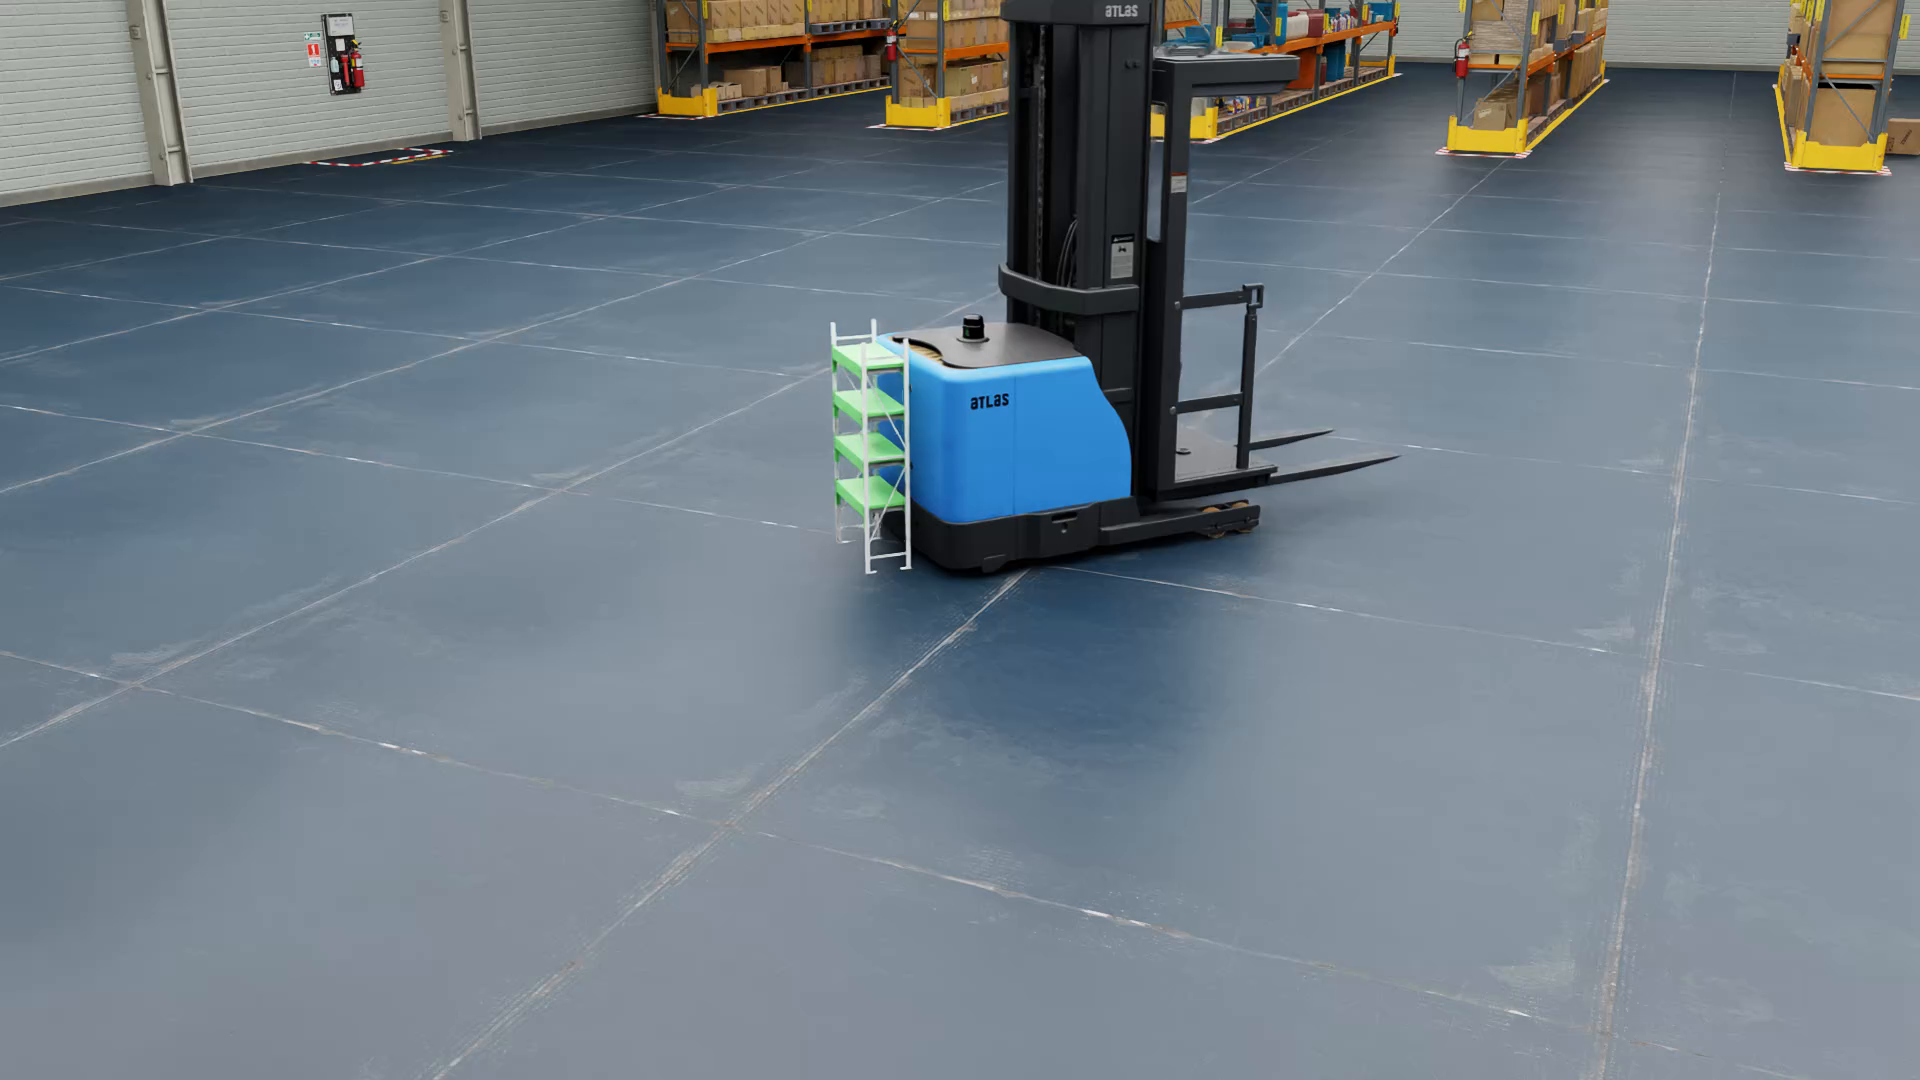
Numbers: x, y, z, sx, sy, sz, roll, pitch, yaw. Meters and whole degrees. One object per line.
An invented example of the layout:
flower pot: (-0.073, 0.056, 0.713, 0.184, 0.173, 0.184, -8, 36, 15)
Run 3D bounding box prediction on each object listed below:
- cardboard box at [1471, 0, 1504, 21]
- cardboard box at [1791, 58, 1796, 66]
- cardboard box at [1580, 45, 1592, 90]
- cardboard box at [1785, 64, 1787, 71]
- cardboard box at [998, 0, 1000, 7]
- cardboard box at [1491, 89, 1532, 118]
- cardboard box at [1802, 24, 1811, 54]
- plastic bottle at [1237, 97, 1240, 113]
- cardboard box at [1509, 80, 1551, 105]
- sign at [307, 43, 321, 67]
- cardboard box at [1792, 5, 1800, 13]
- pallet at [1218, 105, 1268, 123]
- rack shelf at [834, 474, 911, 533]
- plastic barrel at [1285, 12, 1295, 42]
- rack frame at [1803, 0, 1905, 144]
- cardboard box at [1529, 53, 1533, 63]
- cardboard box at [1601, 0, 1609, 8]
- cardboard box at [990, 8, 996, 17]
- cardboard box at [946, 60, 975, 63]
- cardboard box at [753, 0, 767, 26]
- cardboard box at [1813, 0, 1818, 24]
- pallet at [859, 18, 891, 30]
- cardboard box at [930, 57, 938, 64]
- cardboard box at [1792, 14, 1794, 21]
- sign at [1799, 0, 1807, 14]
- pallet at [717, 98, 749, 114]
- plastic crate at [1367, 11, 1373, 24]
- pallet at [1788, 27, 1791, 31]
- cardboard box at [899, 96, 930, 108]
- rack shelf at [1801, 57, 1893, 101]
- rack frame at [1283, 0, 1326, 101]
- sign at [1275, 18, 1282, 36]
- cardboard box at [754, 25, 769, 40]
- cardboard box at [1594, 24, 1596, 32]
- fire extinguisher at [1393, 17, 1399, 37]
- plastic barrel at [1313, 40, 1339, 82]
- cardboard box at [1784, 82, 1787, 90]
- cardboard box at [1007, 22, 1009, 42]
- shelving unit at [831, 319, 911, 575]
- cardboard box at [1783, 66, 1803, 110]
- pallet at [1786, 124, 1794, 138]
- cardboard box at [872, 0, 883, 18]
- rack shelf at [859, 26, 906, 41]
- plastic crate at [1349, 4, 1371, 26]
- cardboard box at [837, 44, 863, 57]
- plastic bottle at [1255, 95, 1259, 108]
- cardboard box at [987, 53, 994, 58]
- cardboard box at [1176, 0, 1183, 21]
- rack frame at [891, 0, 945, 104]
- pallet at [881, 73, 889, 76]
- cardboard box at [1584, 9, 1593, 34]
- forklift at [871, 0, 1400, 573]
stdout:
cardboard box: (8.286, -8.419, 26.081, 0.500, 0.500, 0.500, 9, 21, 23)
cardboard box: (16.711, -9.381, 32.856, 0.500, 0.250, 0.500, 9, 22, 25)
cardboard box: (12.591, -9.952, 35.021, 1.225, 0.875, 0.875, 8, 21, 21)
cardboard box: (18.059, -10.204, 35.925, 0.380, 0.149, 0.250, 8, 21, 21)
cardboard box: (0.506, -10.509, 31.958, 0.700, 0.500, 0.500, 8, 21, 23)
cardboard box: (9.496, -7.509, 28.710, 0.500, 0.500, 0.500, 17, 26, 40)
cardboard box: (14.584, -8.468, 28.154, 0.500, 0.500, 0.500, 8, 21, 22)
plastic bottle: (4.975, -7.807, 29.860, 0.097, 0.271, 0.097, 0, 20, 0)
cardboard box: (10.408, -8.139, 30.453, 0.700, 0.500, 0.500, 8, 21, 22)
sign: (-9.598, -7.208, 24.708, 0.001, 0.329, 0.234, 9, 21, 23)
cardboard box: (16.574, -10.423, 32.661, 0.380, 0.149, 0.250, 9, 22, 25)
pallet: (5.092, -7.948, 31.002, 1.003, 0.211, 1.213, 9, 21, 23)
rack shelf: (-0.458, -0.196, 8.637, 0.258, 0.148, 0.480, -8, 21, -20)
plastic barrel: (6.298, -10.012, 32.442, 0.433, 0.535, 0.433, 0, 20, 0)
rack frame: (12.770, -6.848, 23.747, 1.000, 3.000, 0.127, 9, 21, 23)
cardboard box: (8.856, -7.643, 26.359, 0.380, 0.149, 0.250, 9, 21, 23)
cardboard box: (14.878, -12.688, 38.830, 0.500, 0.500, 0.500, 9, 21, 23)
cardboard box: (0.451, -9.994, 31.478, 0.380, 0.149, 0.250, 9, 22, 24)
cardboard box: (0.003, -8.993, 32.138, 0.500, 0.500, 0.500, 9, 21, 23)
cardboard box: (-4.172, -10.461, 32.982, 0.500, 0.500, 0.500, 9, 22, 24)
cardboard box: (14.225, -8.542, 26.675, 0.875, 0.550, 0.550, 9, 21, 23)
pallet: (-2.190, -11.721, 37.736, 1.213, 0.211, 1.003, 9, 21, 23)
cardboard box: (-0.866, -11.963, 40.711, 0.750, 0.750, 0.750, 9, 22, 24)
cardboard box: (16.253, -10.041, 32.031, 0.380, 0.149, 0.250, 8, 21, 22)
sign: (15.547, -9.873, 30.644, 0.100, 0.325, 0.005, 9, 21, 23)
pallet: (-4.875, -8.551, 32.698, 1.003, 0.211, 1.213, 9, 21, 23)
plastic crate: (9.475, -12.321, 39.224, 0.437, 0.282, 0.530, 9, 21, 23)
pallet: (17.238, -10.212, 33.493, 1.003, 0.211, 1.213, 9, 21, 23)
cardboard box: (-0.800, -8.026, 30.538, 0.500, 0.250, 0.500, 9, 21, 23)
rack shelf: (13.589, -7.120, 25.586, 1.077, 0.370, 4.000, 9, 21, 23)
rack frame: (7.043, -10.684, 34.535, 1.000, 3.000, 0.127, 9, 21, 23)
sign: (5.903, -9.513, 30.828, 0.100, 0.325, 0.005, 9, 21, 23)
cardboard box: (-4.159, -10.112, 33.120, 0.500, 0.250, 0.500, 9, 21, 23)
cardboard box: (13.732, -11.234, 36.456, 0.380, 0.149, 0.250, 8, 21, 21)
fire extinguisher: (10.796, -12.901, 41.441, 0.296, 0.674, 0.183, 9, 21, 23)
plastic barrel: (8.153, -10.736, 37.185, 0.600, 0.901, 0.708, 9, 21, 23)
cardboard box: (17.533, -9.537, 34.937, 0.380, 0.149, 0.250, 9, 21, 23)
cardboard box: (0.712, -10.053, 32.610, 0.700, 0.500, 0.500, 8, 21, 21)
shelving unit: (-0.458, -0.483, 8.535, 0.258, 1.200, 0.503, -8, 21, -20)
cardboard box: (15.714, -8.257, 30.441, 1.050, 0.750, 0.750, 8, 21, 22)
pallet: (14.655, -7.003, 28.344, 1.003, 0.211, 1.213, 9, 21, 23)
cardboard box: (-2.178, -12.153, 37.859, 0.700, 0.500, 0.500, 6, 20, 16)
rack shelf: (-1.176, -12.316, 40.197, 1.077, 0.370, 4.000, 9, 21, 23)
plastic crate: (9.276, -12.204, 38.623, 0.402, 0.464, 0.583, 9, 21, 23)
cardboard box: (-2.533, -11.034, 37.472, 0.500, 0.250, 0.500, 9, 21, 24)
plastic bottle: (5.509, -8.197, 30.937, 0.061, 0.283, 0.133, 10, 22, 25)
cardboard box: (0.464, -12.811, 43.618, 0.700, 0.500, 0.500, 9, 22, 24)
cardboard box: (5.242, -13.219, 41.512, 0.500, 0.500, 0.500, 8, 21, 22)
rack frame: (-0.750, -8.919, 29.572, 1.000, 3.000, 0.127, 9, 21, 23)
pallet: (-1.603, -10.960, 39.473, 1.003, 0.211, 1.213, 9, 21, 23)
cardboard box: (13.049, -10.944, 35.115, 0.500, 0.500, 0.500, 9, 22, 24)
forklift: (1.067, -1.537, 8.918, 3.031, 2.935, 1.130, -10, 22, -25)
